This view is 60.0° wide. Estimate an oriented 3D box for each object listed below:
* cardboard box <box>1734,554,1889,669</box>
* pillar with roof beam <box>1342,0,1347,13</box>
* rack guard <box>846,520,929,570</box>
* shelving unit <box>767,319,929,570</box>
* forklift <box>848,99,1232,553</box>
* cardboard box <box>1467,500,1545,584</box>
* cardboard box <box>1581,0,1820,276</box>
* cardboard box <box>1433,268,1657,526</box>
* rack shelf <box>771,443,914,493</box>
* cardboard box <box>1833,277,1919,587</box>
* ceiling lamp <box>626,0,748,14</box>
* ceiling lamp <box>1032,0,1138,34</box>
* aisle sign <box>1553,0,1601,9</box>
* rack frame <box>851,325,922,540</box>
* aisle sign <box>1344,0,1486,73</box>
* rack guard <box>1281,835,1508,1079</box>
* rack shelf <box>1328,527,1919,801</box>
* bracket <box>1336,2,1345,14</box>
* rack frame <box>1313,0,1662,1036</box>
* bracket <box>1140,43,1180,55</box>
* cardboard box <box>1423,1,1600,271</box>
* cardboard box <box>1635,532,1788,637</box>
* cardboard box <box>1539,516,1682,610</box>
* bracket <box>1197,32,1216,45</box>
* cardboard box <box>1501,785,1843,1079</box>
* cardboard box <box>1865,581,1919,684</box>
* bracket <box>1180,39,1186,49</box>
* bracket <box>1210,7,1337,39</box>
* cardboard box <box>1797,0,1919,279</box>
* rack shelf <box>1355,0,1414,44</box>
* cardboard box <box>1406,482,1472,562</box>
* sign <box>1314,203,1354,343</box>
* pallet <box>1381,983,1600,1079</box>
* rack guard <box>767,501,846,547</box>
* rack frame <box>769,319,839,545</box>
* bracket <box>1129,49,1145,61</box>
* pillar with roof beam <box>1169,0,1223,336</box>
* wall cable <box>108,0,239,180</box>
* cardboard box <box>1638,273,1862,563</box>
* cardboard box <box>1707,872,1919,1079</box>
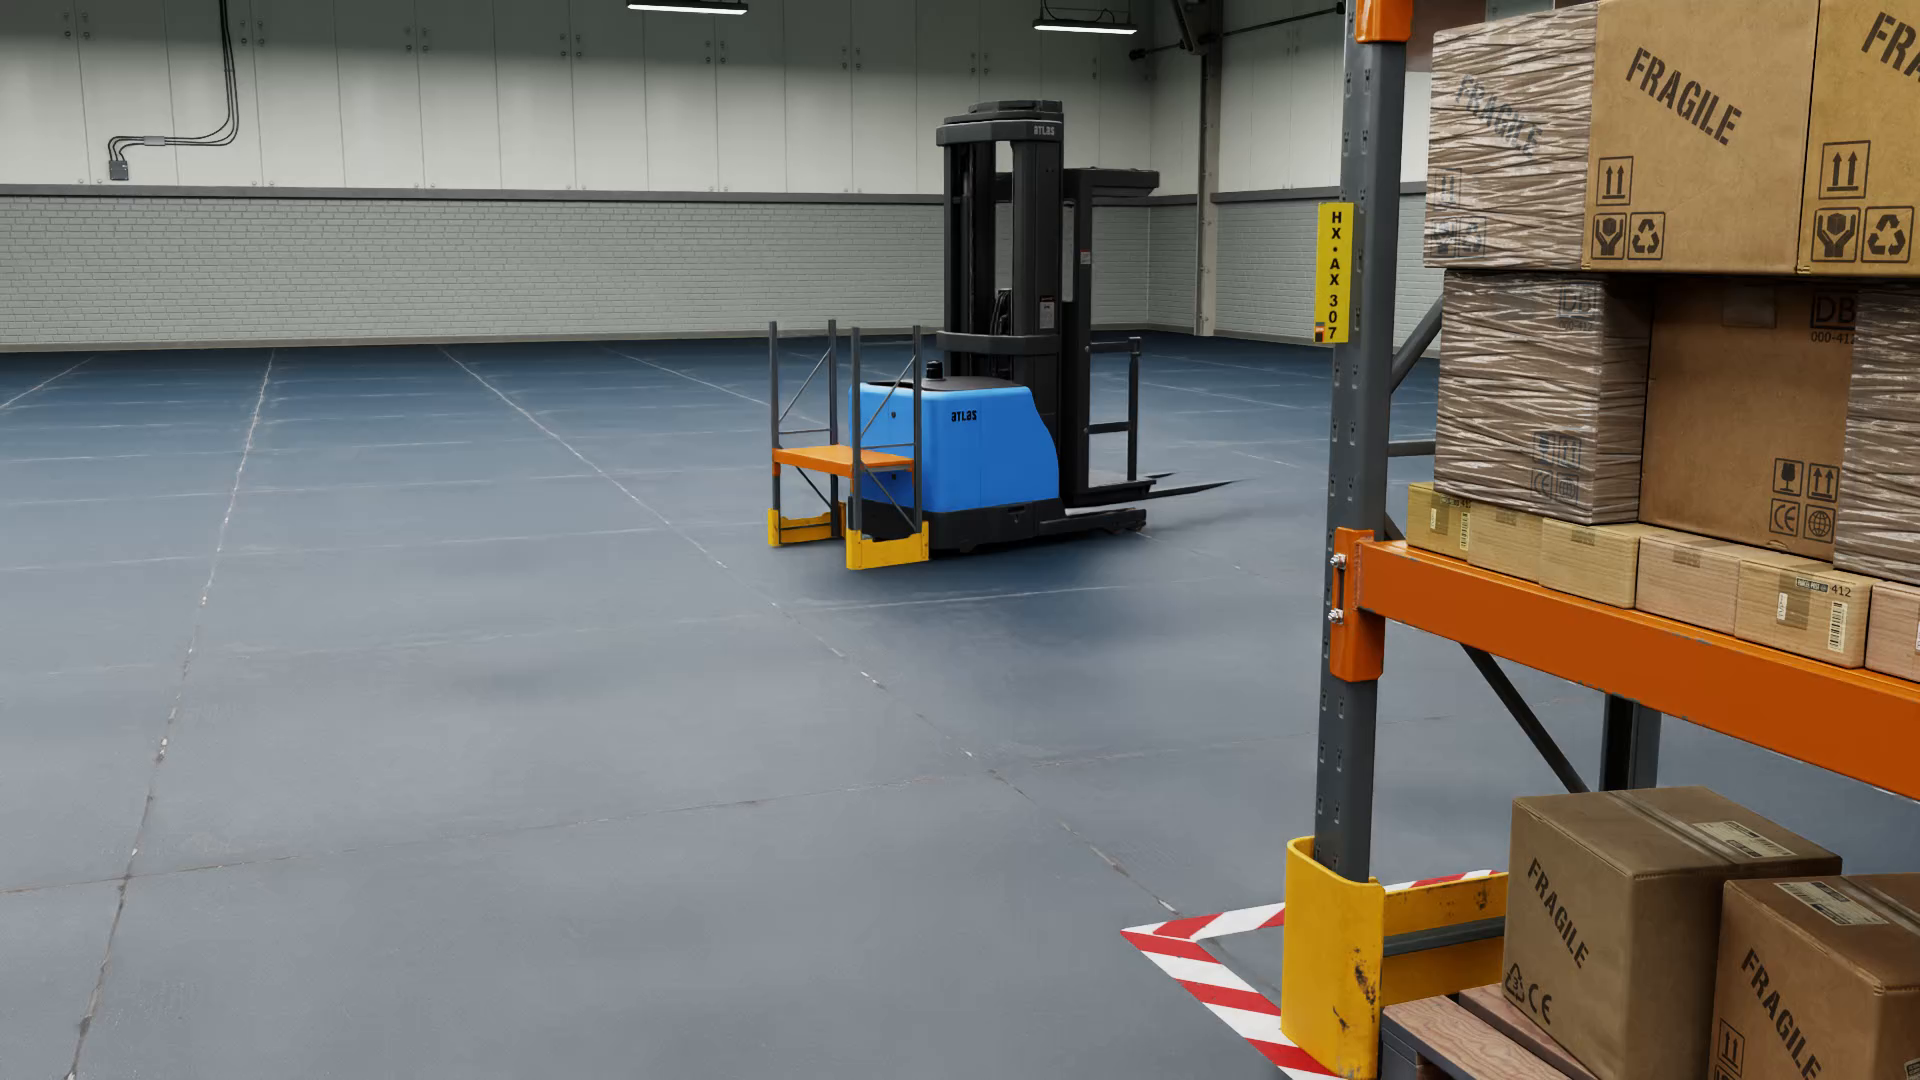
[{"bbox_3d":[1.614,0.112,2.941,0.380,0.149,0.250,-4,11,-21],"label":"cardboard box"},{"bbox_3d":[3.590,-7.719,29.120,9.100,9.000,0.548,-4,11,-21],"label":"pillar with roof beam"},{"bbox_3d":[-0.455,0.032,10.528,0.587,0.250,0.087,-7,12,-35],"label":"rack guard"},{"bbox_3d":[-0.747,-0.654,10.816,0.587,1.500,1.083,-7,12,-35],"label":"shelving unit"},{"bbox_3d":[0.692,-1.543,11.726,3.031,2.935,1.130,-8,13,-39],"label":"forklift"},{"bbox_3d":[1.343,-0.010,3.630,0.380,0.149,0.250,-4,11,-21],"label":"cardboard box"},{"bbox_3d":[1.510,-0.736,3.005,0.500,0.500,0.500,-4,11,-21],"label":"cardboard box"},{"bbox_3d":[1.563,-0.342,3.641,0.875,0.500,0.500,-4,11,-21],"label":"cardboard box"},{"bbox_3d":[-0.752,-0.479,10.855,0.538,0.185,1.000,-7,12,-35],"label":"rack shelf"},{"bbox_3d":[1.997,-0.183,2.751,0.875,0.500,0.500,-4,11,-21],"label":"cardboard box"},{"bbox_3d":[-4.636,-10.434,27.716,2.000,3.185,0.800,-4,11,-21],"label":"ceiling lamp"},{"bbox_3d":[2.205,-10.900,30.335,2.000,3.185,0.800,-4,11,-21],"label":"ceiling lamp"},{"bbox_3d":[1.647,-1.547,4.127,0.394,0.787,0.004,-4,11,-21],"label":"aisle sign"},{"bbox_3d":[-0.454,-0.583,10.417,0.500,1.500,0.032,-7,12,-35],"label":"rack frame"},{"bbox_3d":[1.087,-1.509,3.913,0.394,0.787,0.004,-4,11,-21],"label":"aisle sign"},{"bbox_3d":[1.417,1.006,4.340,1.175,0.500,0.348,-4,11,-21],"label":"rack guard"},{"bbox_3d":[2.114,0.443,2.418,1.077,0.370,4.000,-4,11,-21],"label":"rack shelf"},{"bbox_3d":[7.121,-9.810,30.595,0.235,0.232,0.430,-4,11,-21],"label":"bracket"},{"bbox_3d":[1.390,-0.238,4.190,1.000,3.000,0.127,-4,11,-21],"label":"rack frame"},{"bbox_3d":[4.302,-11.079,37.734,0.076,0.066,3.189,-4,11,-21],"label":"bracket"},{"bbox_3d":[1.335,-0.818,3.466,0.500,0.500,0.500,-4,11,-21],"label":"cardboard box"},{"bbox_3d":[1.530,0.071,3.173,0.380,0.149,0.250,-4,11,-21],"label":"cardboard box"},{"bbox_3d":[1.420,0.032,3.395,0.380,0.149,0.250,-4,11,-21],"label":"cardboard box"},{"bbox_3d":[5.248,-10.654,35.339,0.235,0.232,0.430,-4,11,-21],"label":"bracket"},{"bbox_3d":[1.600,0.889,3.794,0.500,0.500,0.500,-2,10,-10],"label":"cardboard box"},{"bbox_3d":[1.730,0.151,2.721,0.380,0.149,0.250,-4,11,-21],"label":"cardboard box"},{"bbox_3d":[4.947,-10.789,36.101,0.235,0.232,0.430,-4,11,-21],"label":"bracket"},{"bbox_3d":[6.181,-10.233,32.975,0.076,0.066,4.783,-4,11,-21],"label":"bracket"},{"bbox_3d":[1.692,-0.655,2.547,0.500,0.500,0.500,-4,11,-21],"label":"cardboard box"},{"bbox_3d":[2.114,-1.034,2.156,1.077,0.370,4.000,-4,11,-21],"label":"rack shelf"},{"bbox_3d":[1.271,-0.052,3.866,0.380,0.149,0.250,-4,11,-21],"label":"cardboard box"},{"bbox_3d":[0.884,-0.629,3.921,0.100,0.325,0.005,-4,11,-21],"label":"sign"},{"bbox_3d":[1.679,1.283,3.607,1.003,0.211,1.213,-4,11,-21],"label":"pallet"},{"bbox_3d":[-1.038,-0.110,11.323,0.587,0.250,0.087,-7,12,-35],"label":"rack guard"},{"bbox_3d":[-1.049,-0.728,11.229,0.500,1.500,0.032,-7,12,-35],"label":"rack frame"},{"bbox_3d":[4.088,-11.176,38.276,0.235,0.232,0.430,-4,11,-21],"label":"bracket"},{"bbox_3d":[1.416,-8.698,34.626,9.100,9.000,0.548,-4,11,-21],"label":"pillar with roof beam"},{"bbox_3d":[-14.912,-9.812,31.173,2.305,6.003,0.169,-4,11,-21],"label":"wall cable"},{"bbox_3d":[1.856,-0.268,3.225,0.875,0.500,0.500,-4,11,-21],"label":"cardboard box"},{"bbox_3d":[1.849,0.985,3.257,0.500,0.500,0.500,-1,10,-6],"label":"cardboard box"}]
